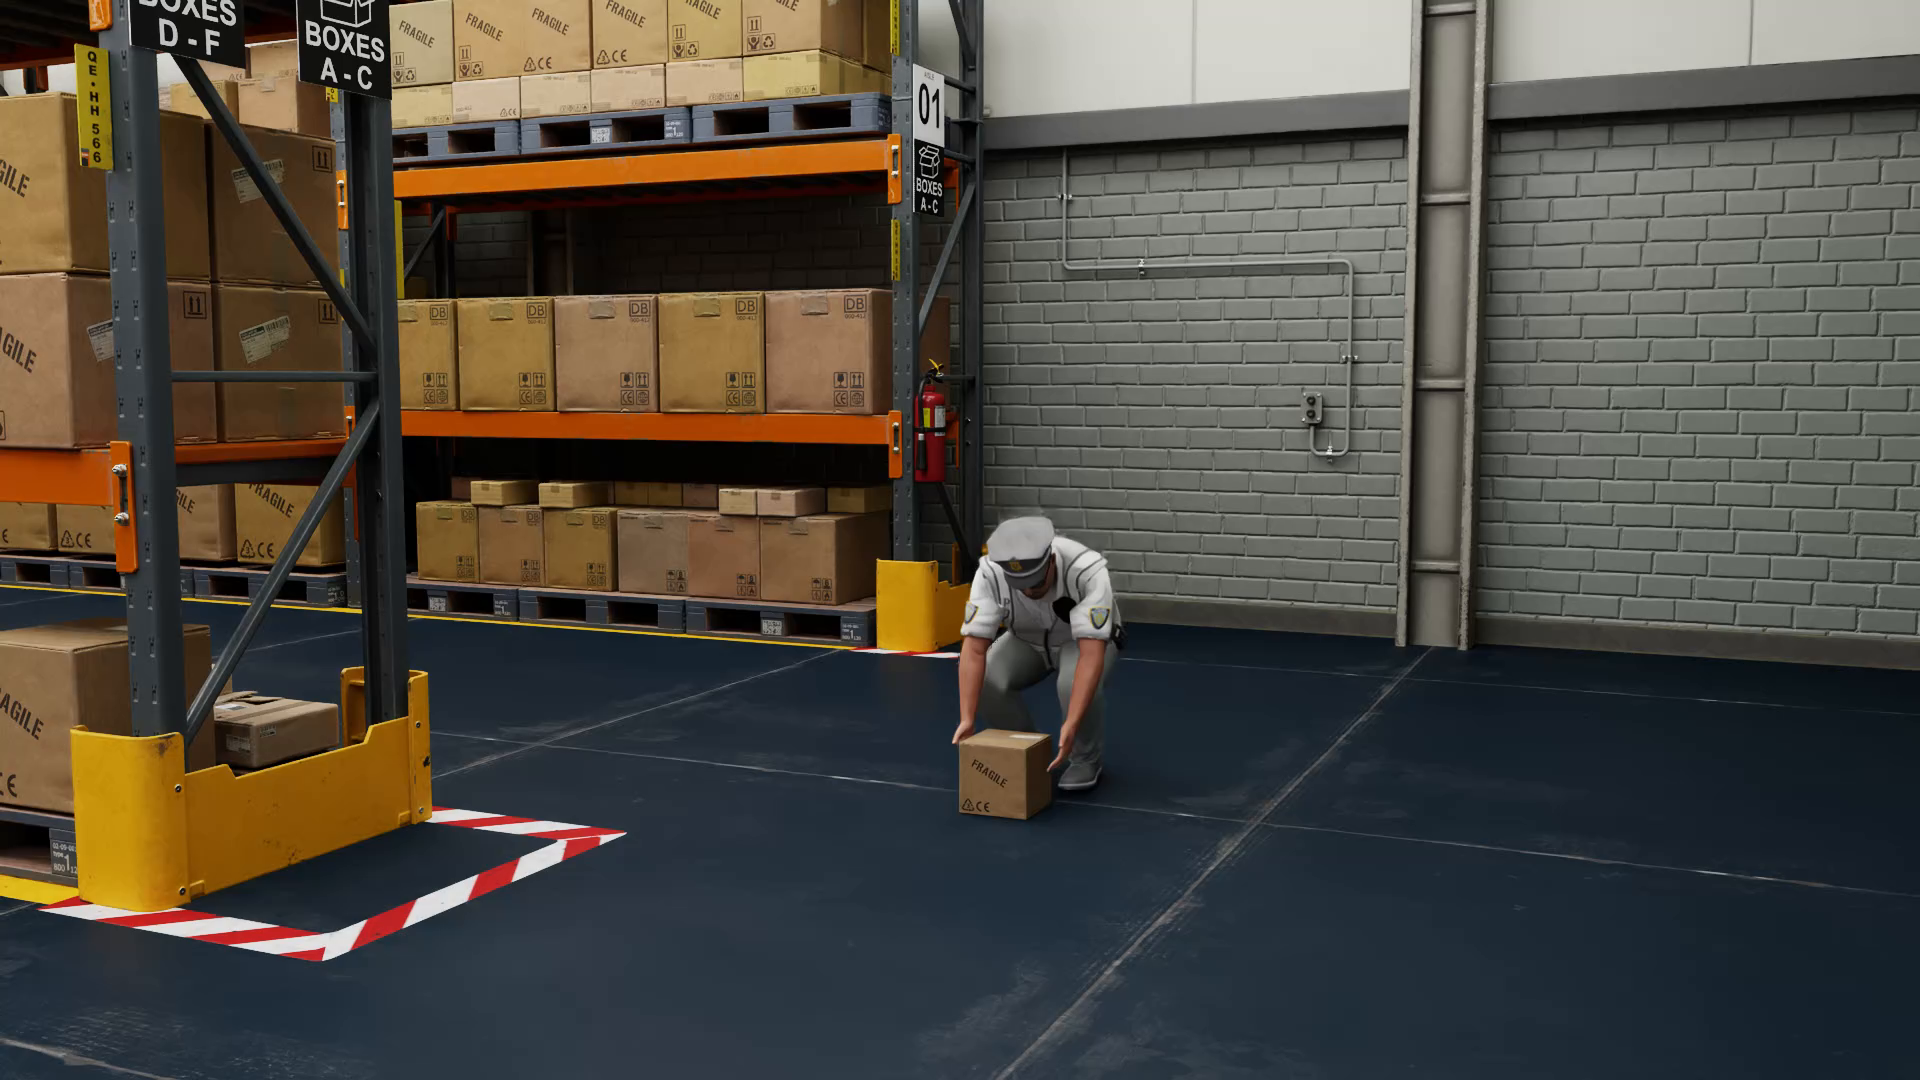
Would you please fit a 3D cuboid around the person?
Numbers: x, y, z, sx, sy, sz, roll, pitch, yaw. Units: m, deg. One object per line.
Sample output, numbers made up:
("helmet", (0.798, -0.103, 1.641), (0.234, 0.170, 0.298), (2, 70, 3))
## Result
("person", (0.324, 0.404, 6.105), (0.570, 1.030, 0.942), (2, 6, 23))
